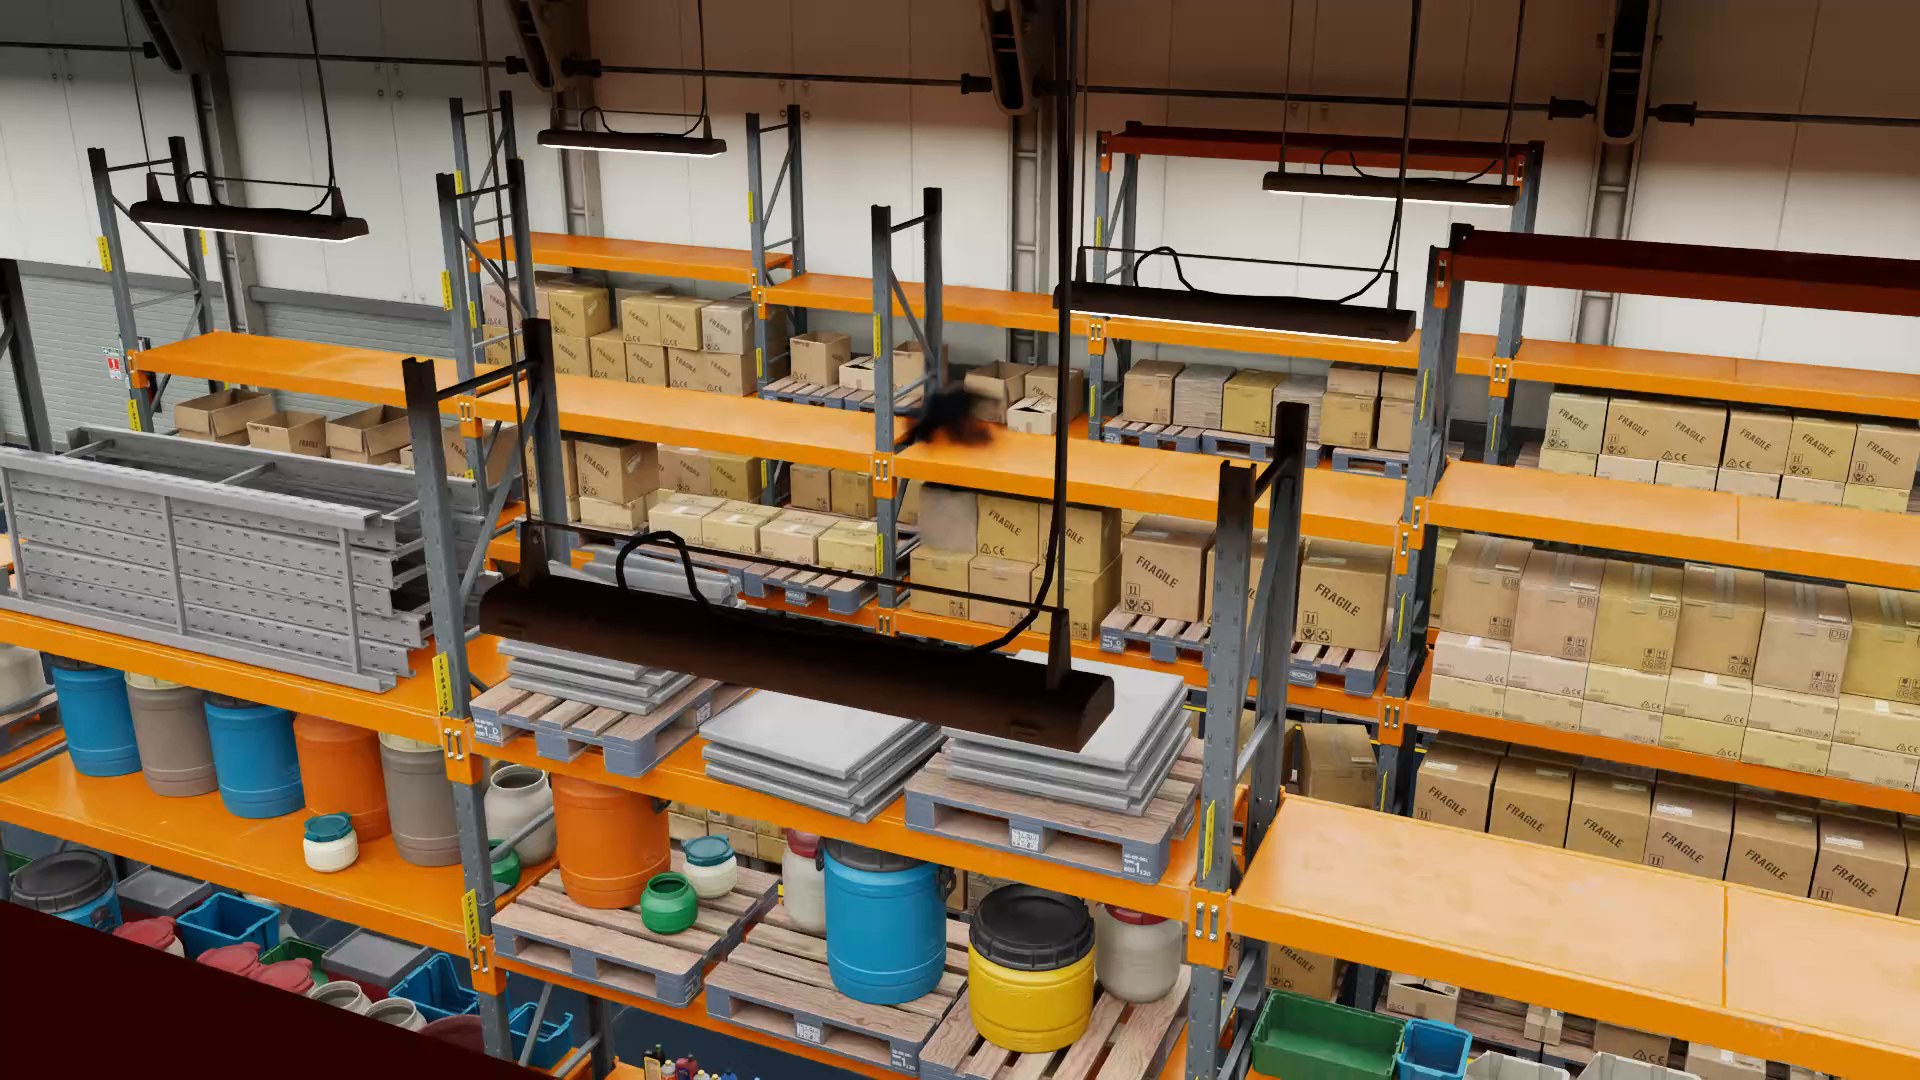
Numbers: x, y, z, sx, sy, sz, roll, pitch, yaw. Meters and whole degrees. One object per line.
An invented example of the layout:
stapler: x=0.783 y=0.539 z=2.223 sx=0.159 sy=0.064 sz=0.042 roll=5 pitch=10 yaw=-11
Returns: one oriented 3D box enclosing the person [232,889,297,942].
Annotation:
person: x=-5.476 y=2.743 z=13.058 sx=0.595 sy=1.630 sz=0.615 roll=12 pitch=24 yaw=29
